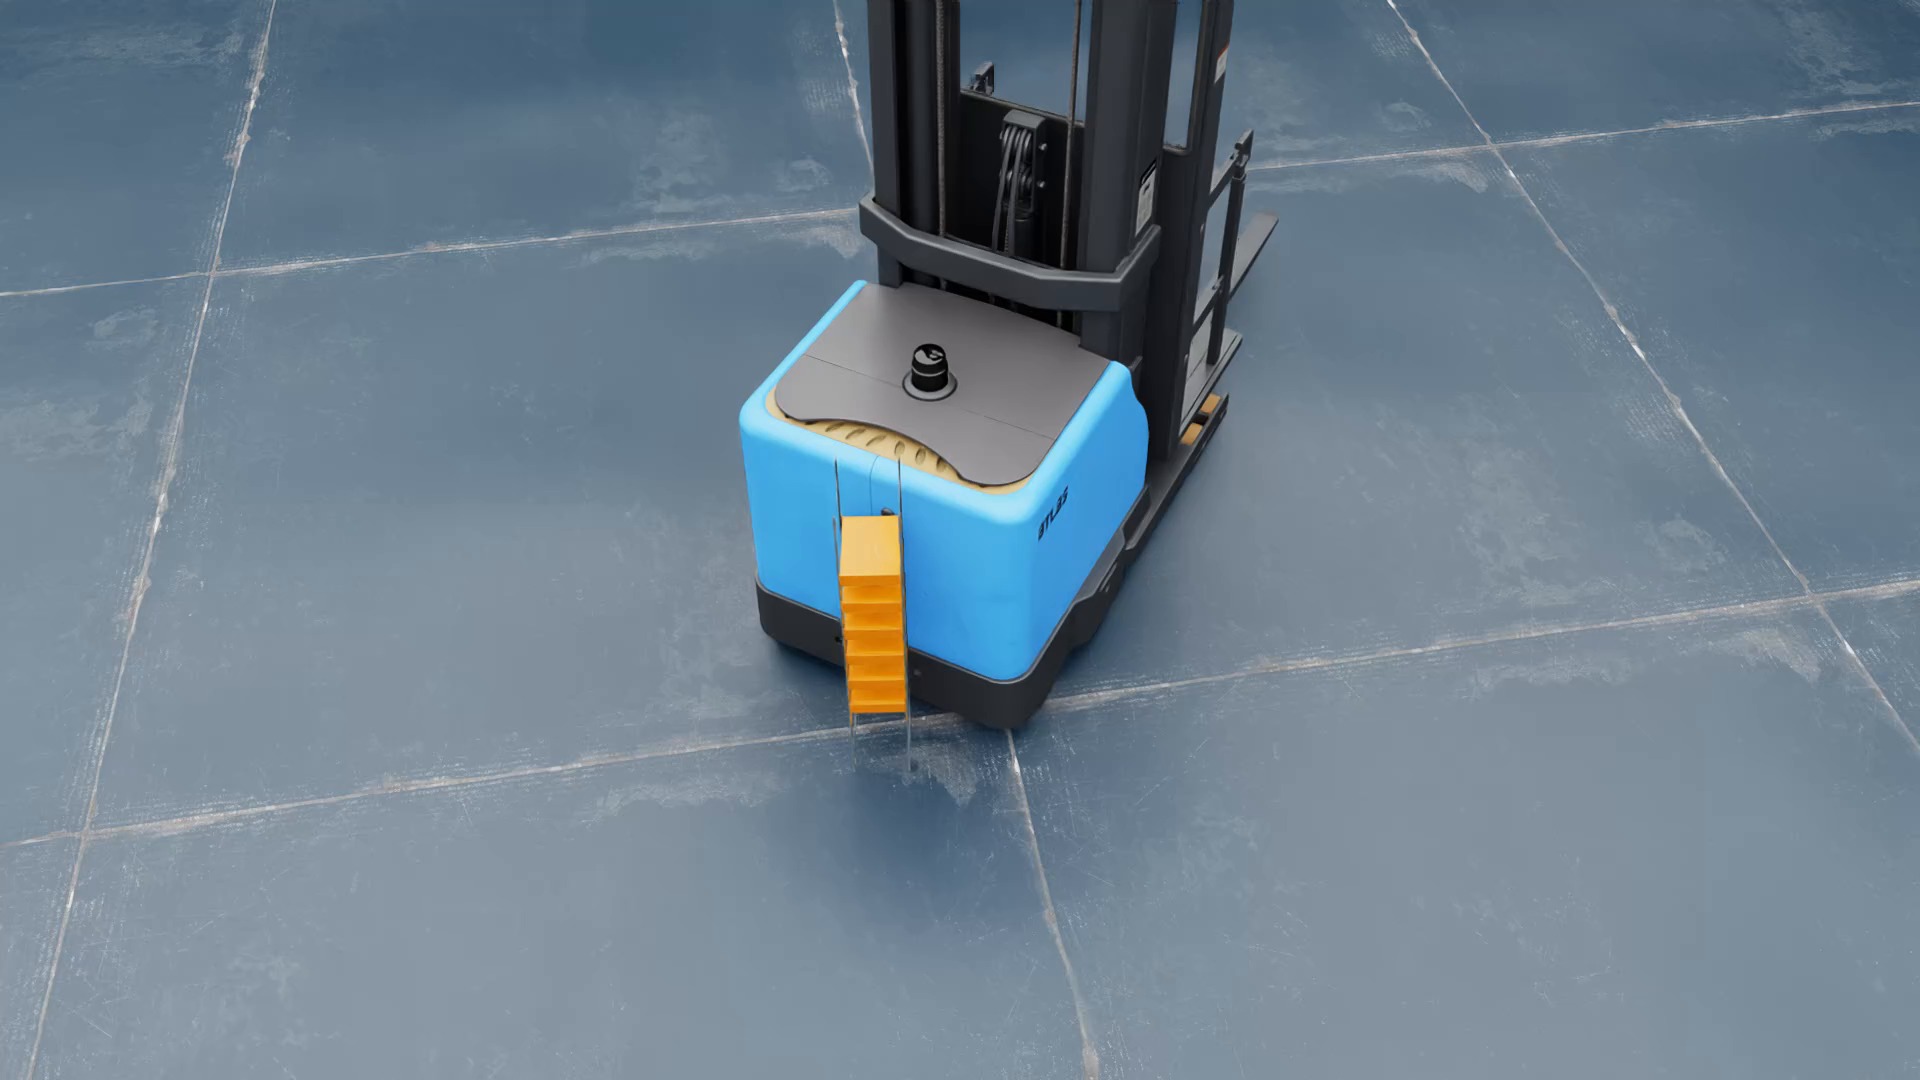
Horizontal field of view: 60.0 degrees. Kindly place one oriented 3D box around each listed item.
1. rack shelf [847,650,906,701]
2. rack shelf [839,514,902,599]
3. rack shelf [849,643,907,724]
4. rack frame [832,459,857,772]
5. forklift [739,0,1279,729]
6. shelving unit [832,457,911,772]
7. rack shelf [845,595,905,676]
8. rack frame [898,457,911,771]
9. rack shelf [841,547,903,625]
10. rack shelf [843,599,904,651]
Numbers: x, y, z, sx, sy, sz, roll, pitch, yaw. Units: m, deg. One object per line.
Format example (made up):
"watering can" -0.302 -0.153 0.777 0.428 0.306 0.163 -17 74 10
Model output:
"rack shelf" -0.263 0.379 5.280 0.180 0.103 0.258 -1 46 -1
"rack shelf" -0.264 0.046 4.934 0.180 0.103 0.258 -1 46 -1
"rack shelf" -0.262 0.462 5.366 0.180 0.103 0.258 -1 46 -1
"rack frame" -0.355 0.267 5.160 0.006 1.200 0.240 -1 46 -1
"forklift" 0.416 -1.452 5.614 1.130 2.935 3.031 20 49 18
"shelving unit" -0.263 0.265 5.161 0.189 1.200 0.258 -1 46 -1
"rack shelf" -0.263 0.296 5.193 0.180 0.103 0.258 -1 46 -1
"rack frame" -0.172 0.263 5.162 0.006 1.200 0.240 -1 46 -1
"rack shelf" -0.264 0.129 5.020 0.180 0.103 0.258 -1 46 -1
"rack shelf" -0.263 0.212 5.107 0.180 0.103 0.258 -1 46 -1
